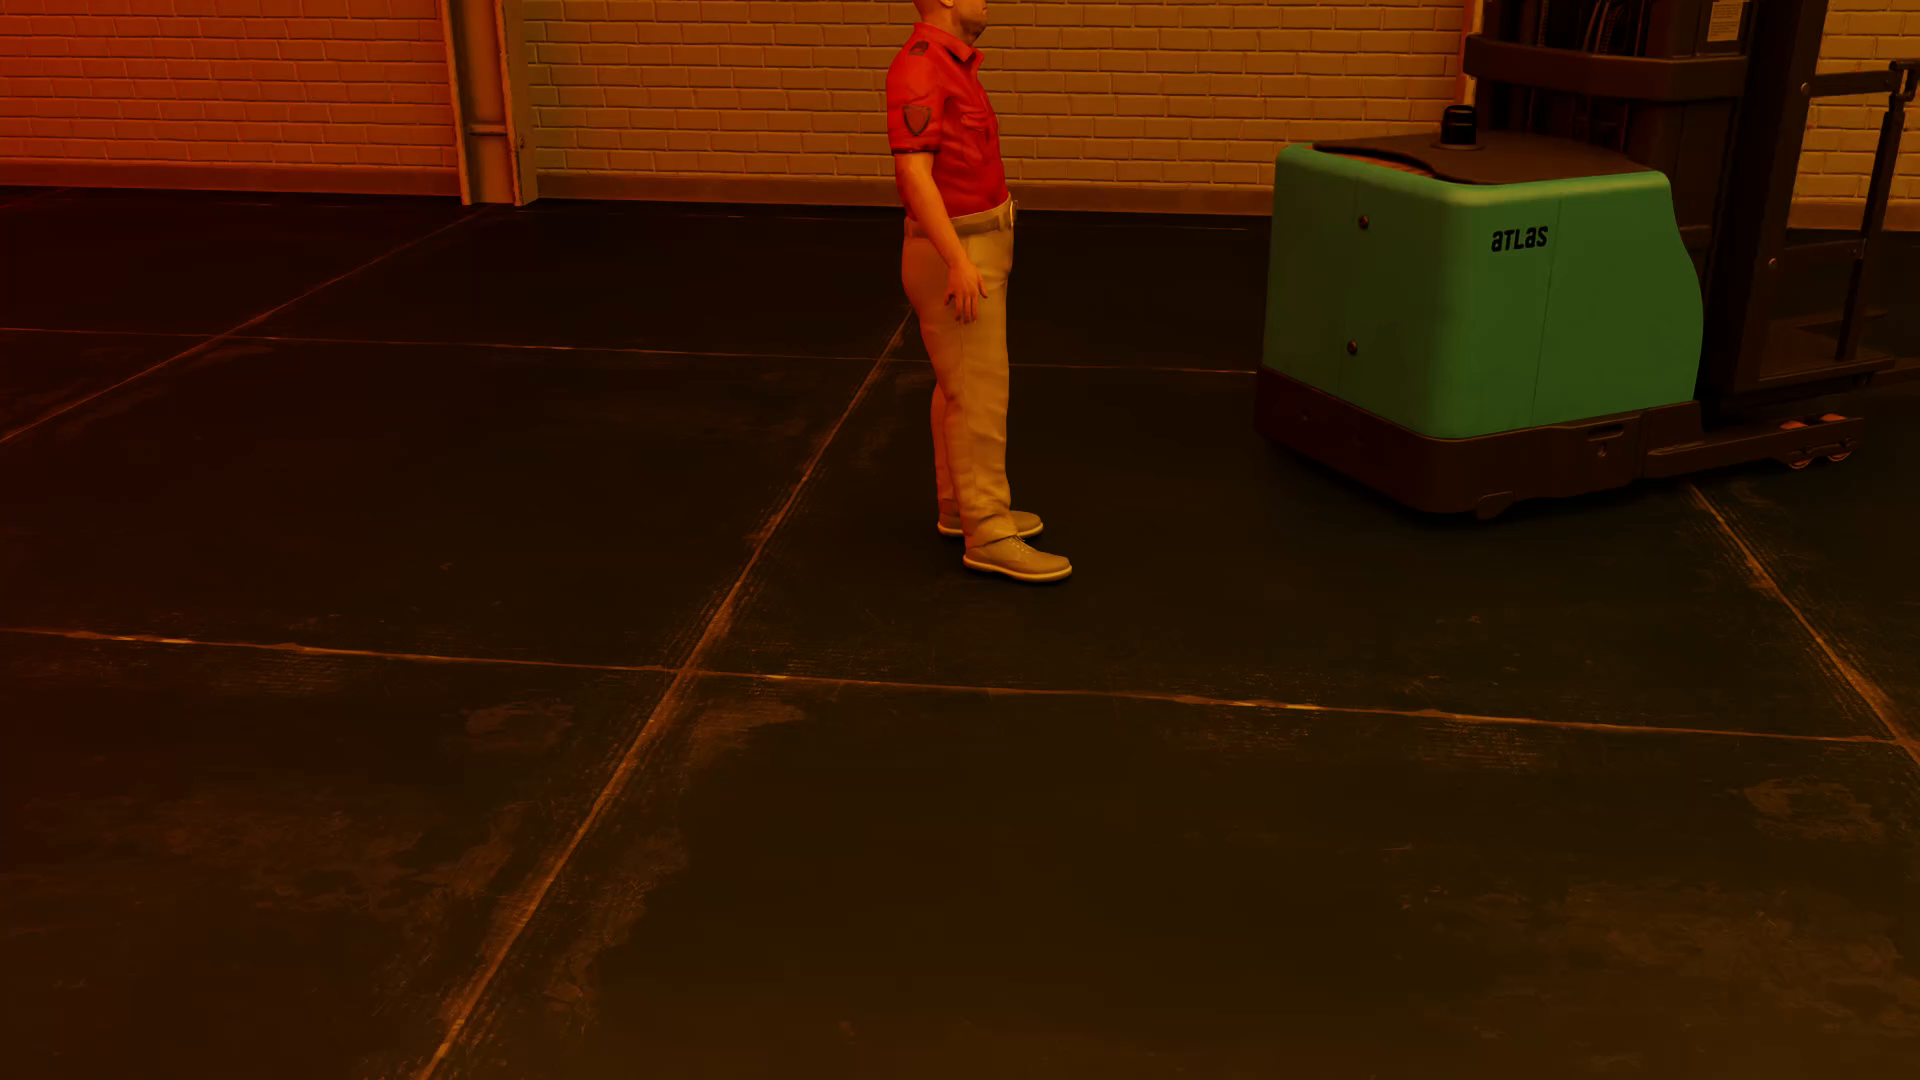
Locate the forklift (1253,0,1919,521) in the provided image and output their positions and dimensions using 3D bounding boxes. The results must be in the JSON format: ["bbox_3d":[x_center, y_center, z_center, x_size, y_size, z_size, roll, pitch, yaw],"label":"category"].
[{"bbox_3d":[2.618,-1.775,5.661,3.031,2.935,1.130,-10,24,-23],"label":"forklift"}]

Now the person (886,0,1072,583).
[{"bbox_3d":[0.087,-0.800,4.830,0.551,1.727,0.640,3,22,7],"label":"person"}]
